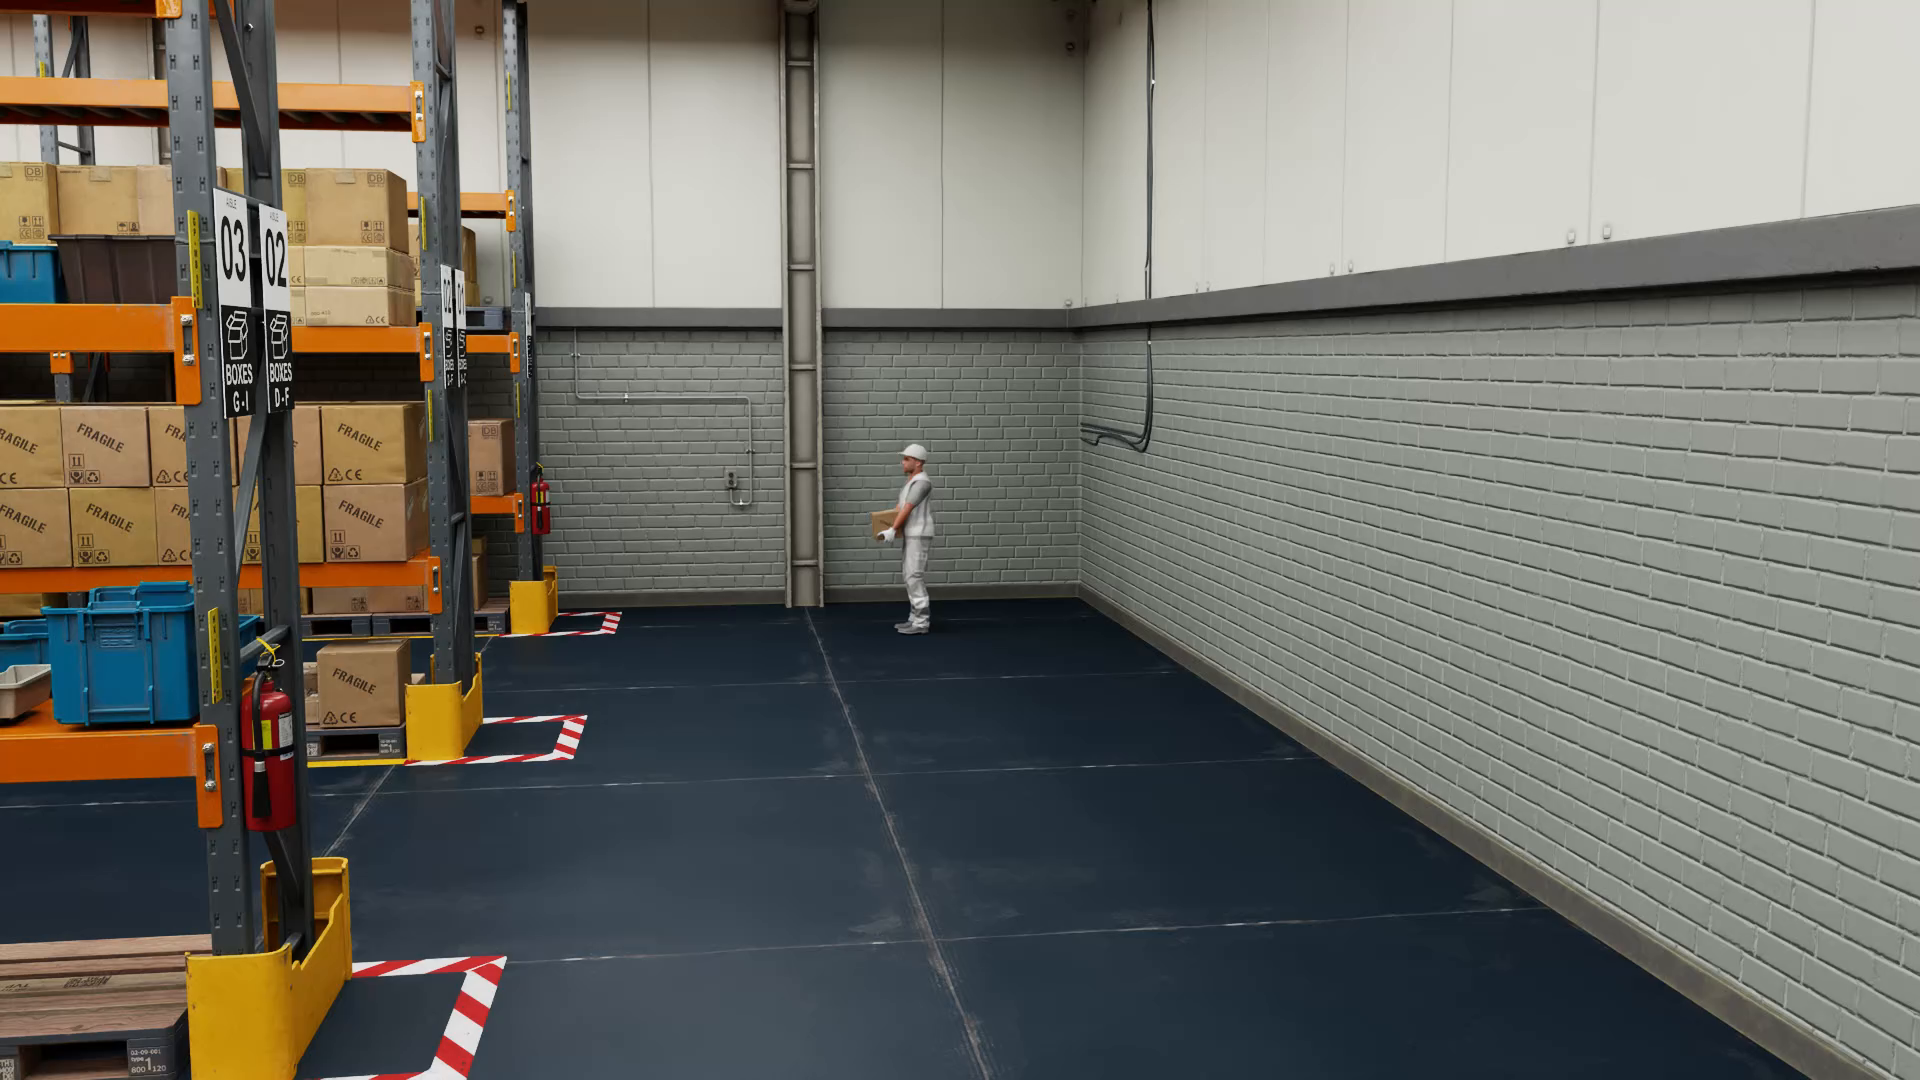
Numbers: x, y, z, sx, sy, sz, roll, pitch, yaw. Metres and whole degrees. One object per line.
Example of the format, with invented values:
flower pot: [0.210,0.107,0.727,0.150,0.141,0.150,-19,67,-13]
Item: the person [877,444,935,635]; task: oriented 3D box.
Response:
person: [-0.521,-0.011,15.705,0.563,1.786,0.495,-1,6,-9]
